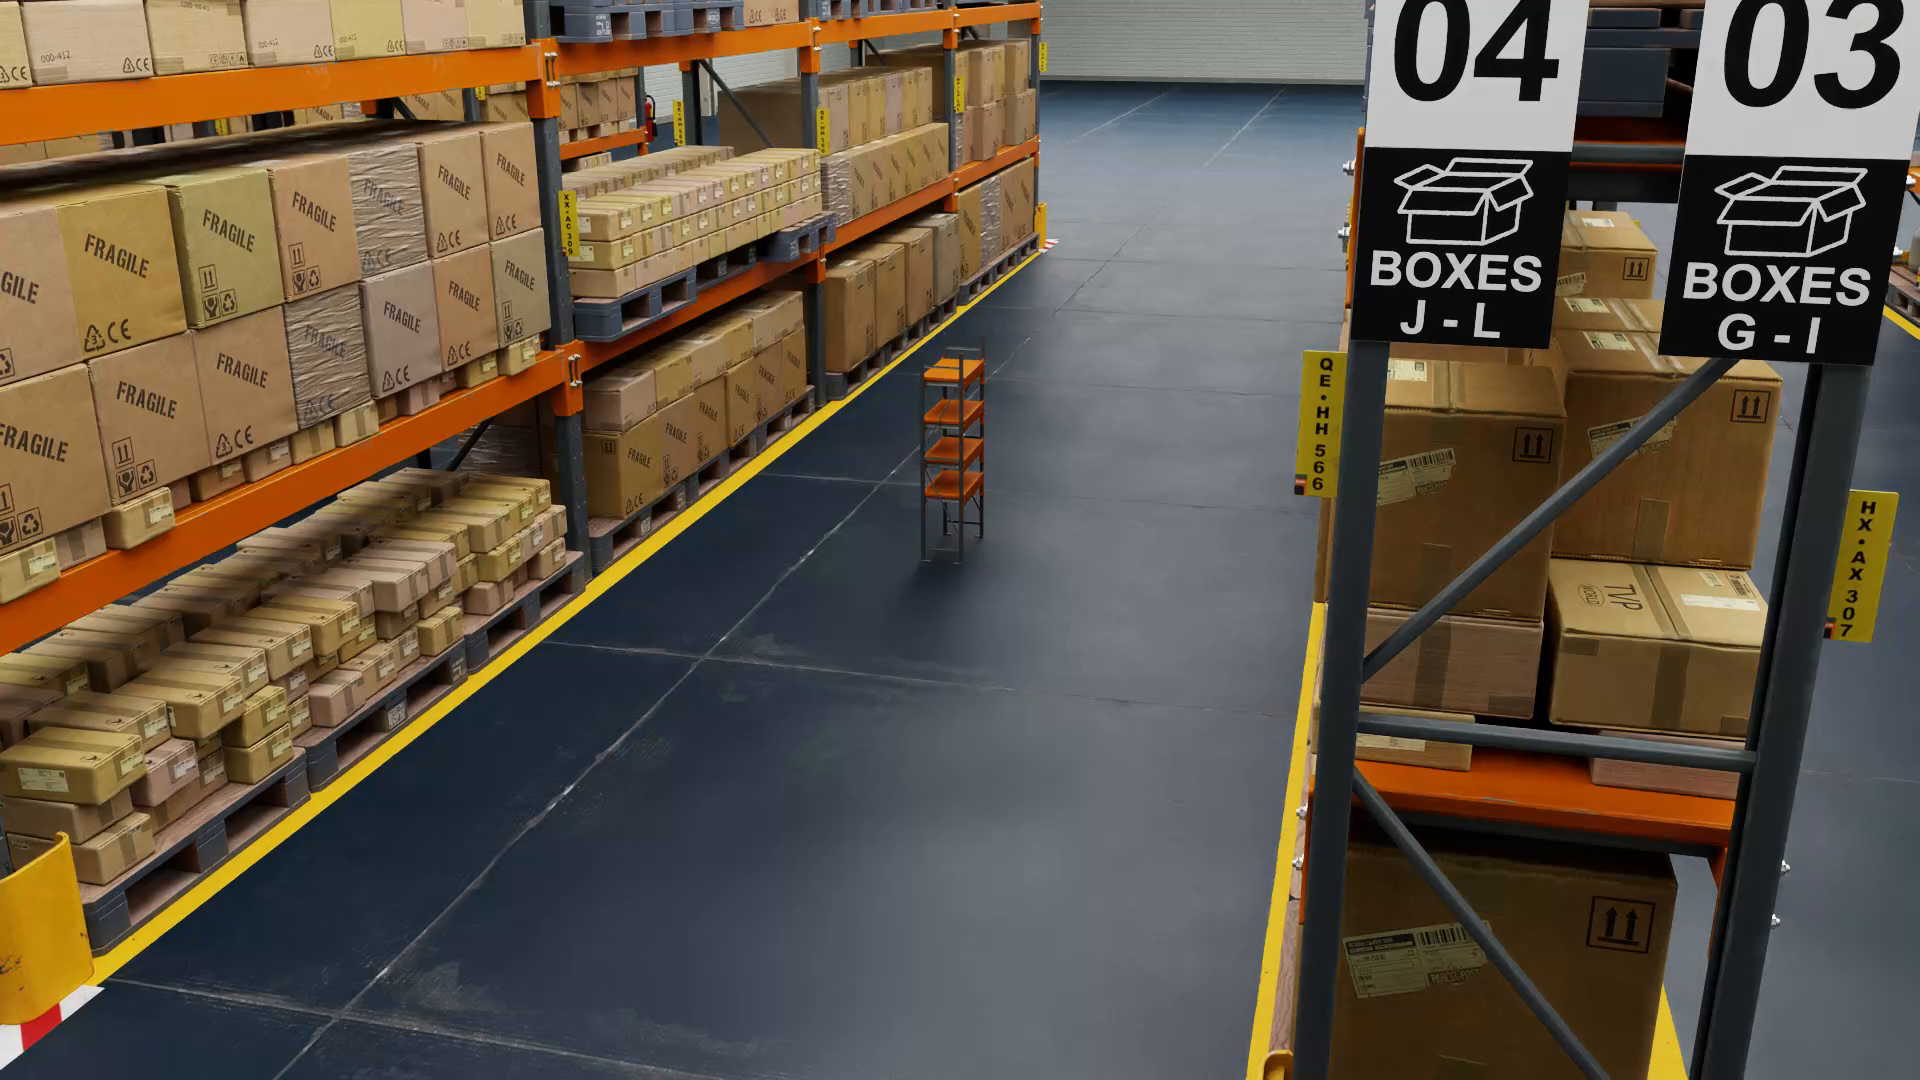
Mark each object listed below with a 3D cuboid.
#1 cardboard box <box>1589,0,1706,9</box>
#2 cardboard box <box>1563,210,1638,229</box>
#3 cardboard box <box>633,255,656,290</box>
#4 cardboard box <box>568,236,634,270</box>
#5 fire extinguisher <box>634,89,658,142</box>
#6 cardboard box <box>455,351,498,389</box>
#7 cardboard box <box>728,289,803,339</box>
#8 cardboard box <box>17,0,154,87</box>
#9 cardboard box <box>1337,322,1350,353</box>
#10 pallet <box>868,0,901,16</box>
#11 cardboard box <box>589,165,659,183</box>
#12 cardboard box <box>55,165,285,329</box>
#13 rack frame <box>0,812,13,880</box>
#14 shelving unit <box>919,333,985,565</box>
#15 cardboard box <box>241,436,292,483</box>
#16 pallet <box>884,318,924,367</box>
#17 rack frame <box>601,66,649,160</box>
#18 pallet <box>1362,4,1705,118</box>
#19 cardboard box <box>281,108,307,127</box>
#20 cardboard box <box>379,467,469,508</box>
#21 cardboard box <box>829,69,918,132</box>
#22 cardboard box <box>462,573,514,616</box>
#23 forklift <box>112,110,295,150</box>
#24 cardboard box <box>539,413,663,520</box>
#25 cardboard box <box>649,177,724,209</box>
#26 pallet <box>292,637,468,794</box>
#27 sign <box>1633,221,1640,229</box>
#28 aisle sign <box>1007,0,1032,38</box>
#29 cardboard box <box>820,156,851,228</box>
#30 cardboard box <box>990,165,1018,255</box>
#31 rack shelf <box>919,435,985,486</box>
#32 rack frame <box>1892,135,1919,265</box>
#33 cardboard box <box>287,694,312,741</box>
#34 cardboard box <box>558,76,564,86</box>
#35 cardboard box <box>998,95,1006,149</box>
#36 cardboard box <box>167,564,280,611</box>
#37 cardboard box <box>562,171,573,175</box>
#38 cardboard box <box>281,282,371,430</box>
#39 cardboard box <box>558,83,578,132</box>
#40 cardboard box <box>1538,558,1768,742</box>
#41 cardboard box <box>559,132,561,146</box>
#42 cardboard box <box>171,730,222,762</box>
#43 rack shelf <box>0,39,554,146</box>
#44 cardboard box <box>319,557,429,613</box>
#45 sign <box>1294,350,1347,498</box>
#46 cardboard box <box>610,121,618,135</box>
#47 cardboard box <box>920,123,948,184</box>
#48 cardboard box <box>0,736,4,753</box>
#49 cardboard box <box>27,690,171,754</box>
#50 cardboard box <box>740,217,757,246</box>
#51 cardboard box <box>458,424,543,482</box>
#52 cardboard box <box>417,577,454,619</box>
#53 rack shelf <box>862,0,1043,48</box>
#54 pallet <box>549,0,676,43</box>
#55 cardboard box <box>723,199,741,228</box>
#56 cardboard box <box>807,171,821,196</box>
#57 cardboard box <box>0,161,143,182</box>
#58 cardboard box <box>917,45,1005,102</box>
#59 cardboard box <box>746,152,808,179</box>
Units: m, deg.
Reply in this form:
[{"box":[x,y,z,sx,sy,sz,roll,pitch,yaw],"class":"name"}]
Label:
[{"box":[1.387,-1.423,3.613,0.700,0.500,0.500,3,19,10],"class":"cardboard box"},{"box":[2.436,-1.056,6.751,0.500,0.500,0.500,5,20,15],"class":"cardboard box"},{"box":[-1.891,-1.474,9.102,0.380,0.149,0.250,5,19,14],"class":"cardboard box"},{"box":[-1.953,-1.528,8.799,0.380,0.149,0.250,5,19,14],"class":"cardboard box"},{"box":[-3.914,-5.303,20.693,0.296,0.674,0.183,5,19,13],"class":"fire extinguisher"},{"box":[-2.419,-0.825,7.850,0.380,0.149,0.250,5,20,16],"class":"cardboard box"},{"box":[-1.431,-1.609,11.816,0.500,0.250,0.500,4,19,12],"class":"cardboard box"},{"box":[-2.983,-1.600,5.323,0.500,0.250,0.500,5,20,15],"class":"cardboard box"},{"box":[2.852,-0.750,9.881,1.225,0.875,0.875,5,19,14],"class":"cardboard box"},{"box":[-1.142,-4.361,13.465,1.003,0.211,1.213,6,20,16],"class":"pallet"},{"box":[-2.139,-2.294,10.580,0.380,0.149,0.250,5,20,15],"class":"cardboard box"},{"box":[-2.840,-1.067,6.010,0.500,0.500,0.500,4,19,12],"class":"cardboard box"},{"box":[-3.473,0.034,4.948,1.000,3.000,0.127,5,19,13],"class":"rack frame"},{"box":[-0.040,-0.516,9.342,0.258,1.200,0.503,5,19,13],"class":"shelving unit"},{"box":[-2.828,-0.336,6.421,0.380,0.149,0.250,4,19,12],"class":"cardboard box"},{"box":[-0.953,-1.777,14.562,1.003,0.211,1.213,5,19,13],"class":"pallet"},{"box":[-4.389,-5.340,20.682,1.000,3.000,0.127,5,19,13],"class":"rack frame"},{"box":[1.483,-1.154,3.921,1.003,0.211,1.213,5,19,13],"class":"pallet"},{"box":[-5.888,-3.506,14.048,0.500,0.500,0.500,6,20,16],"class":"cardboard box"},{"box":[-2.781,-0.260,8.647,0.380,0.149,0.250,5,20,16],"class":"cardboard box"},{"box":[-0.780,-3.931,14.853,0.700,0.500,0.500,4,19,12],"class":"cardboard box"},{"box":[-2.408,0.243,8.097,0.380,0.149,0.250,4,19,12],"class":"cardboard box"},{"box":[-4.976,-2.044,11.138,1.130,2.935,3.031,-10,21,-26],"class":"forklift"},{"box":[-2.058,-0.447,9.572,0.500,0.500,0.500,5,20,16],"class":"cardboard box"},{"box":[-1.639,-2.074,9.937,0.380,0.149,0.250,5,20,15],"class":"cardboard box"},{"box":[-2.922,0.696,7.322,1.003,0.211,1.213,5,19,13],"class":"pallet"},{"box":[2.828,-1.200,7.100,0.100,0.325,0.005,5,19,13],"class":"sign"},{"box":[0.744,-6.210,19.206,0.394,0.787,0.004,5,19,13],"class":"aisle sign"},{"box":[-1.147,-2.640,12.623,0.500,0.500,0.500,5,19,14],"class":"cardboard box"},{"box":[0.122,-3.681,18.461,0.875,0.875,0.875,4,19,13],"class":"cardboard box"},{"box":[-0.040,-0.452,9.364,0.258,0.148,0.480,5,19,13],"class":"rack shelf"},{"box":[10.024,-4.167,17.246,1.000,3.000,0.127,5,19,13],"class":"rack frame"},{"box":[-2.857,0.719,6.702,0.380,0.149,0.250,5,19,14],"class":"cardboard box"},{"box":[-4.753,-5.182,18.058,0.700,0.500,0.500,4,19,12],"class":"cardboard box"},{"box":[0.018,-4.593,18.261,0.875,0.550,0.550,5,19,13],"class":"cardboard box"},{"box":[-3.187,0.228,7.219,0.380,0.149,0.250,5,19,14],"class":"cardboard box"},{"box":[-4.586,-4.000,19.201,0.500,0.500,0.500,4,19,12],"class":"cardboard box"},{"box":[-2.739,-0.756,6.645,0.500,0.500,0.500,4,19,12],"class":"cardboard box"},{"box":[-4.649,-4.866,18.679,0.500,0.500,0.500,5,19,14],"class":"cardboard box"},{"box":[1.691,0.258,4.063,0.500,0.250,0.500,4,19,12],"class":"cardboard box"},{"box":[-4.656,-4.441,18.439,0.380,0.149,0.250,5,19,14],"class":"cardboard box"},{"box":[-3.000,0.734,6.198,0.380,0.149,0.250,5,19,14],"class":"cardboard box"},{"box":[-2.984,-1.672,6.415,1.077,0.370,4.000,5,19,13],"class":"rack shelf"},{"box":[-2.578,0.195,7.315,0.380,0.149,0.250,4,19,11],"class":"cardboard box"},{"box":[0.789,-0.250,3.622,0.100,0.325,0.005,5,19,13],"class":"sign"},{"box":[-4.310,-4.921,19.842,0.380,0.149,0.250,4,19,12],"class":"cardboard box"},{"box":[-0.409,-3.590,15.403,0.500,0.500,0.500,5,19,13],"class":"cardboard box"},{"box":[-3.589,0.717,5.789,0.380,0.149,0.250,5,19,14],"class":"cardboard box"},{"box":[-3.065,0.669,5.928,0.380,0.149,0.250,5,19,14],"class":"cardboard box"},{"box":[-1.512,-1.961,10.527,0.380,0.149,0.250,5,20,15],"class":"cardboard box"},{"box":[-2.559,-0.488,9.692,0.500,0.500,0.500,4,19,12],"class":"cardboard box"},{"box":[-2.567,0.237,7.654,0.380,0.149,0.250,5,20,15],"class":"cardboard box"},{"box":[-0.052,-5.433,17.427,1.077,0.370,4.000,5,19,13],"class":"rack shelf"},{"box":[-2.242,-2.736,8.706,1.213,0.211,1.003,5,19,13],"class":"pallet"},{"box":[-1.573,-2.018,10.234,0.380,0.149,0.250,4,19,12],"class":"cardboard box"},{"box":[-1.198,-2.504,11.655,0.380,0.149,0.250,5,20,15],"class":"cardboard box"},{"box":[-3.360,-1.113,6.144,0.500,0.500,0.500,6,20,16],"class":"cardboard box"},{"box":[-0.009,-4.929,17.575,0.875,0.550,0.500,5,19,13],"class":"cardboard box"},{"box":[-1.257,-2.567,11.380,0.380,0.149,0.250,4,19,13],"class":"cardboard box"}]
